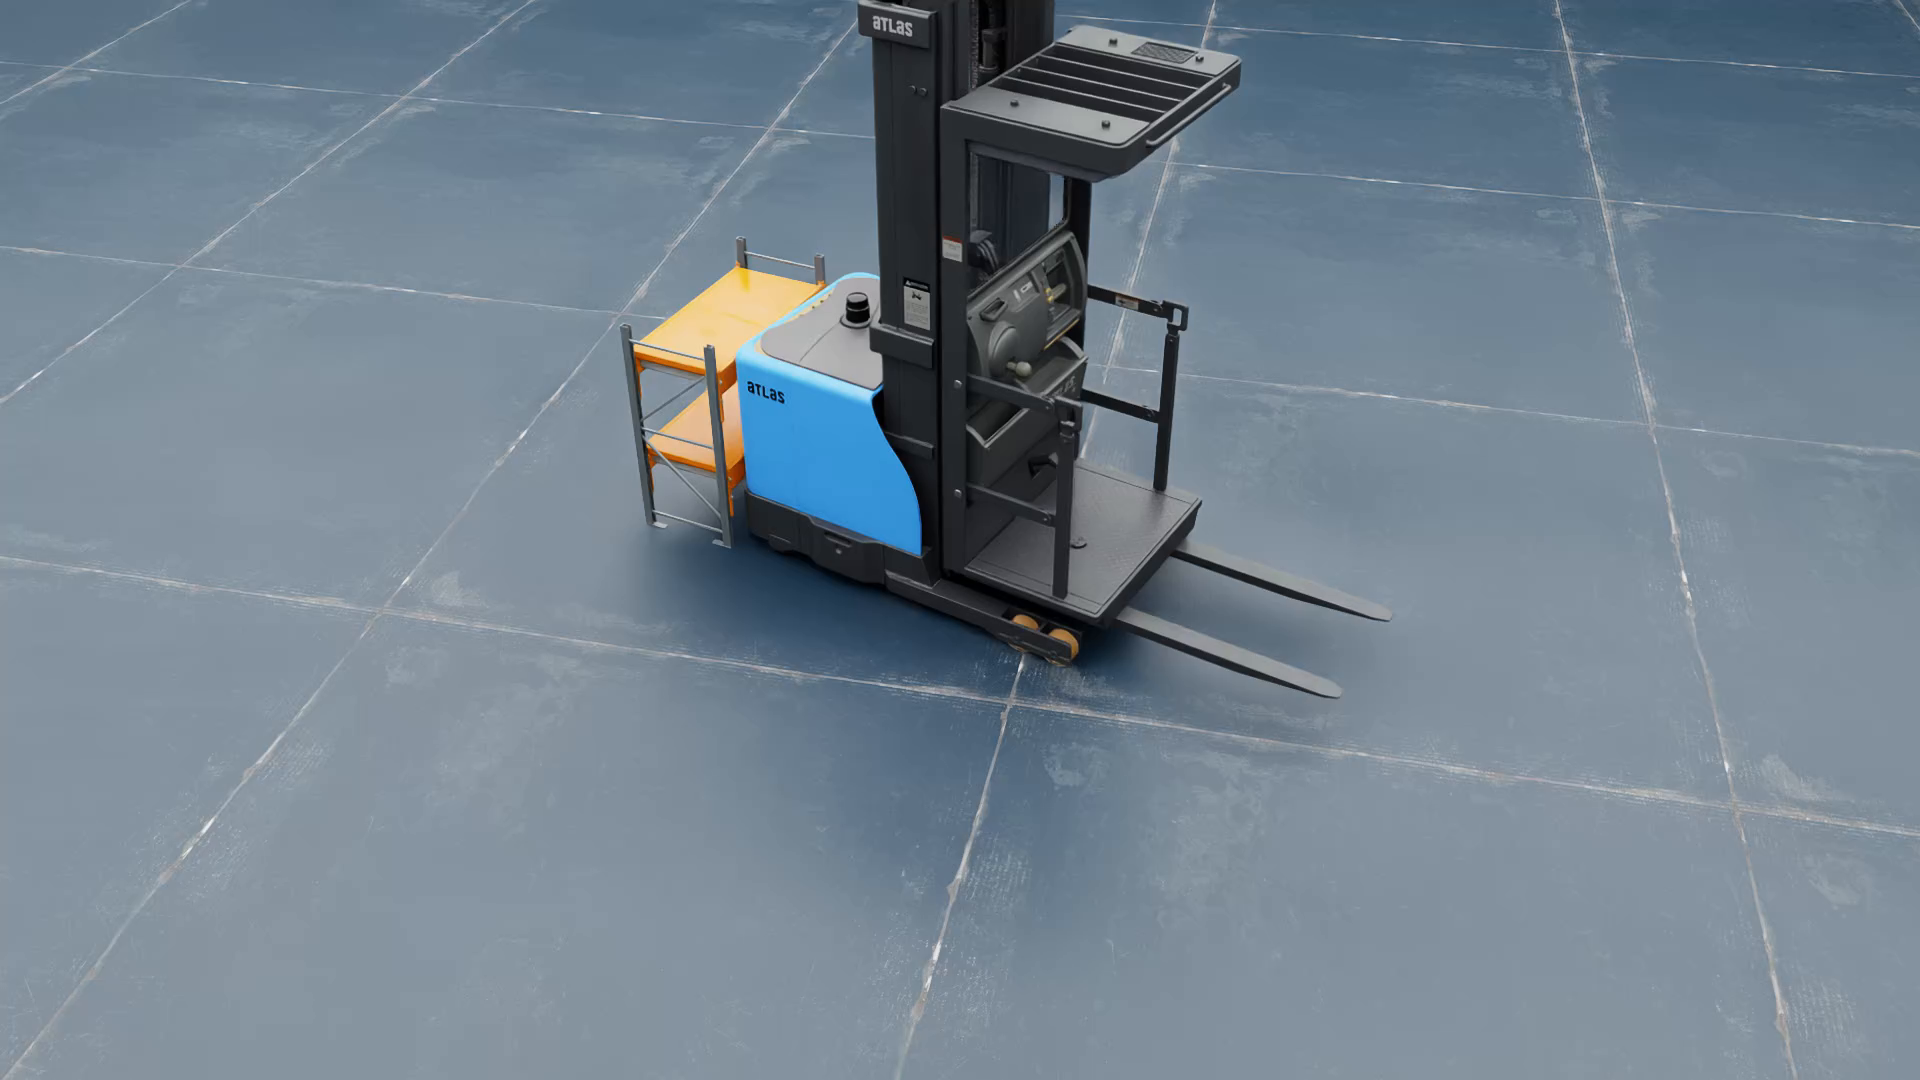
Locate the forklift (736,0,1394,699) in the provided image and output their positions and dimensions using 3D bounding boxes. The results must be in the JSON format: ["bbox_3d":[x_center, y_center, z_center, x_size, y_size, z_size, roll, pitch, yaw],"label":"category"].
[{"bbox_3d":[0.473,-0.977,7.101,3.031,2.935,1.130,20,40,25],"label":"forklift"}]

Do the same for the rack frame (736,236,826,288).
[{"bbox_3d":[-0.908,-1.021,8.700,0.500,1.125,0.032,16,39,20],"label":"rack frame"}]

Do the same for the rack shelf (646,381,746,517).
[{"bbox_3d":[-1.127,-0.554,8.472,0.538,0.278,1.000,16,39,20],"label":"rack shelf"}]

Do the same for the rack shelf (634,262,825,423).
[{"bbox_3d":[-1.127,-0.989,8.157,0.538,0.278,1.000,16,39,20],"label":"rack shelf"}]

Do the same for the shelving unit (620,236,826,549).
[{"bbox_3d":[-1.127,-0.752,8.329,0.538,1.125,1.048,16,39,20],"label":"shelving unit"}]

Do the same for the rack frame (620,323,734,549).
[{"bbox_3d":[-1.346,-0.482,7.957,0.500,1.125,0.032,16,39,20],"label":"rack frame"}]
